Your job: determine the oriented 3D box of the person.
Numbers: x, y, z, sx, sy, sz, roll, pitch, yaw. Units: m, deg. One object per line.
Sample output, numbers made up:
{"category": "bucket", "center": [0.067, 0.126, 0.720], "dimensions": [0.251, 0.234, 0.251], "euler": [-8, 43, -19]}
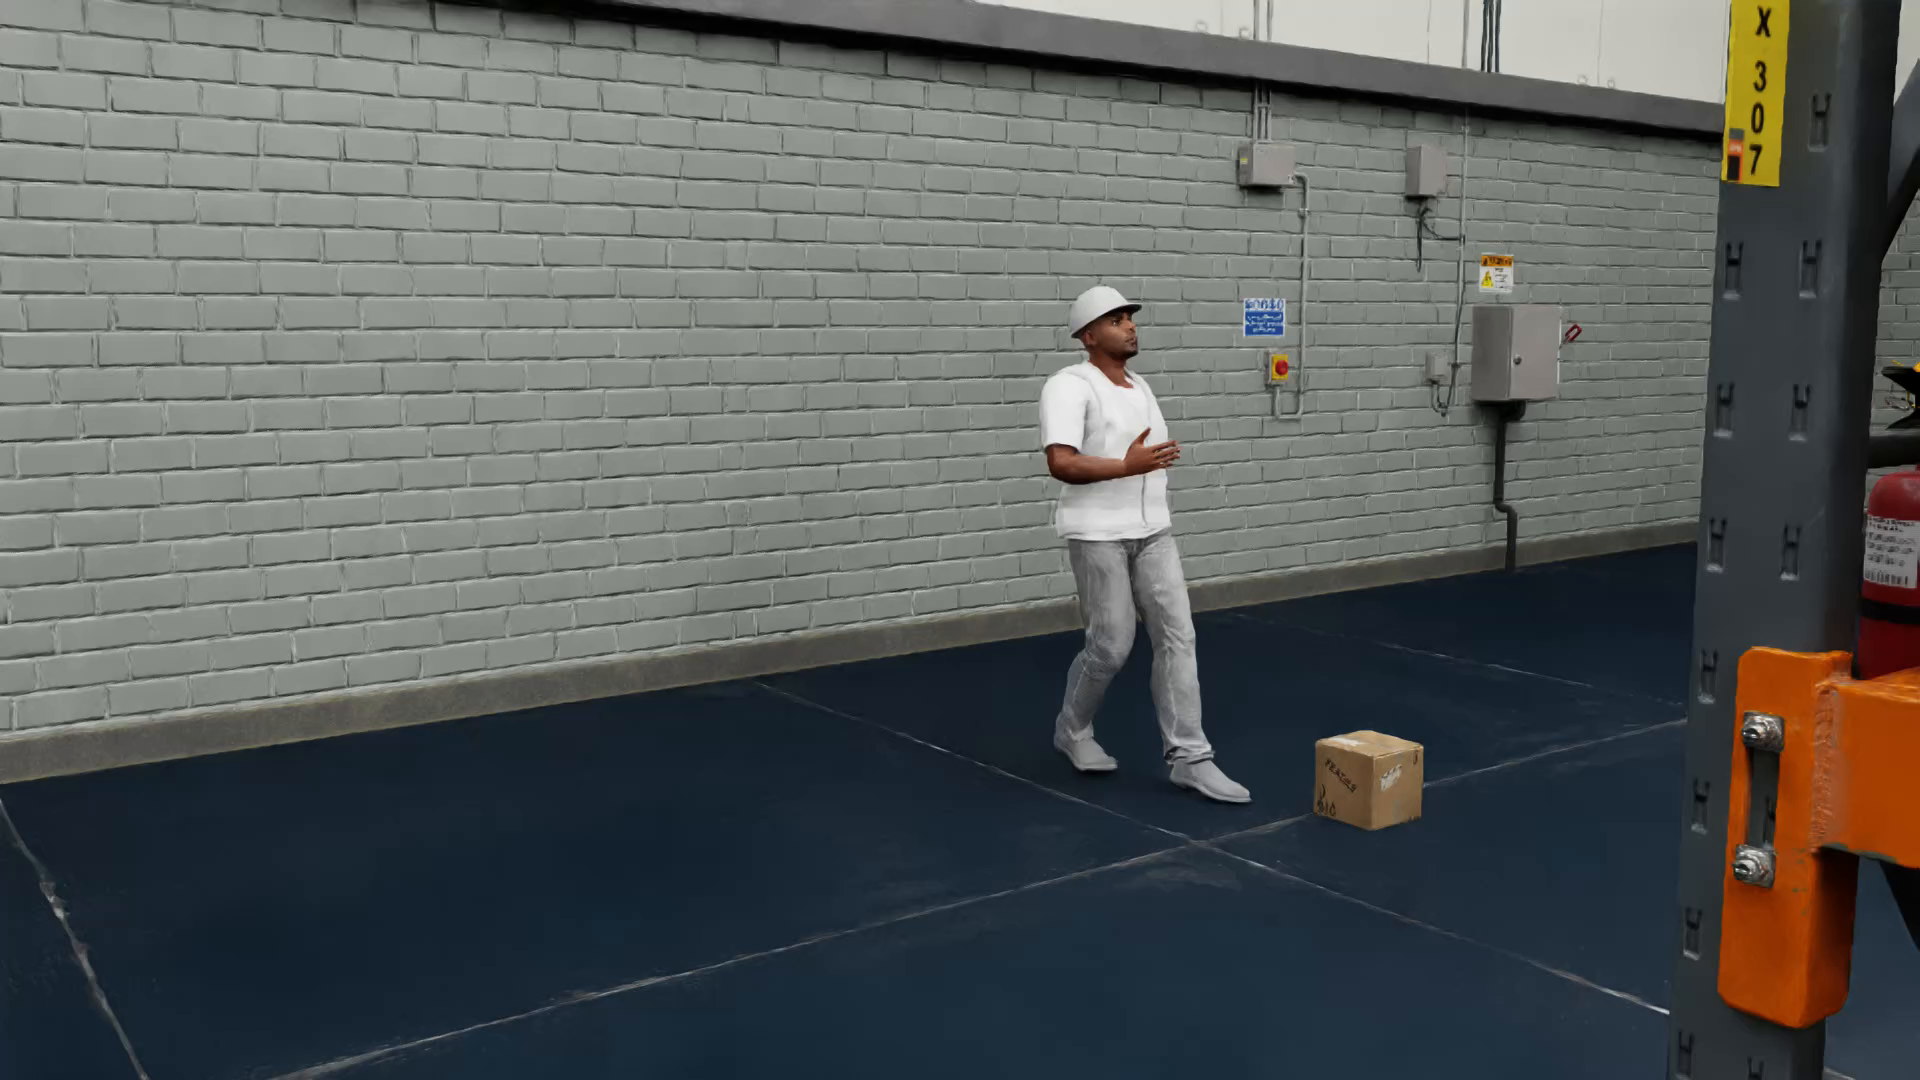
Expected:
{"category": "person", "center": [0.611, -0.006, 5.777], "dimensions": [0.651, 1.738, 0.879], "euler": [-6, 10, -38]}
